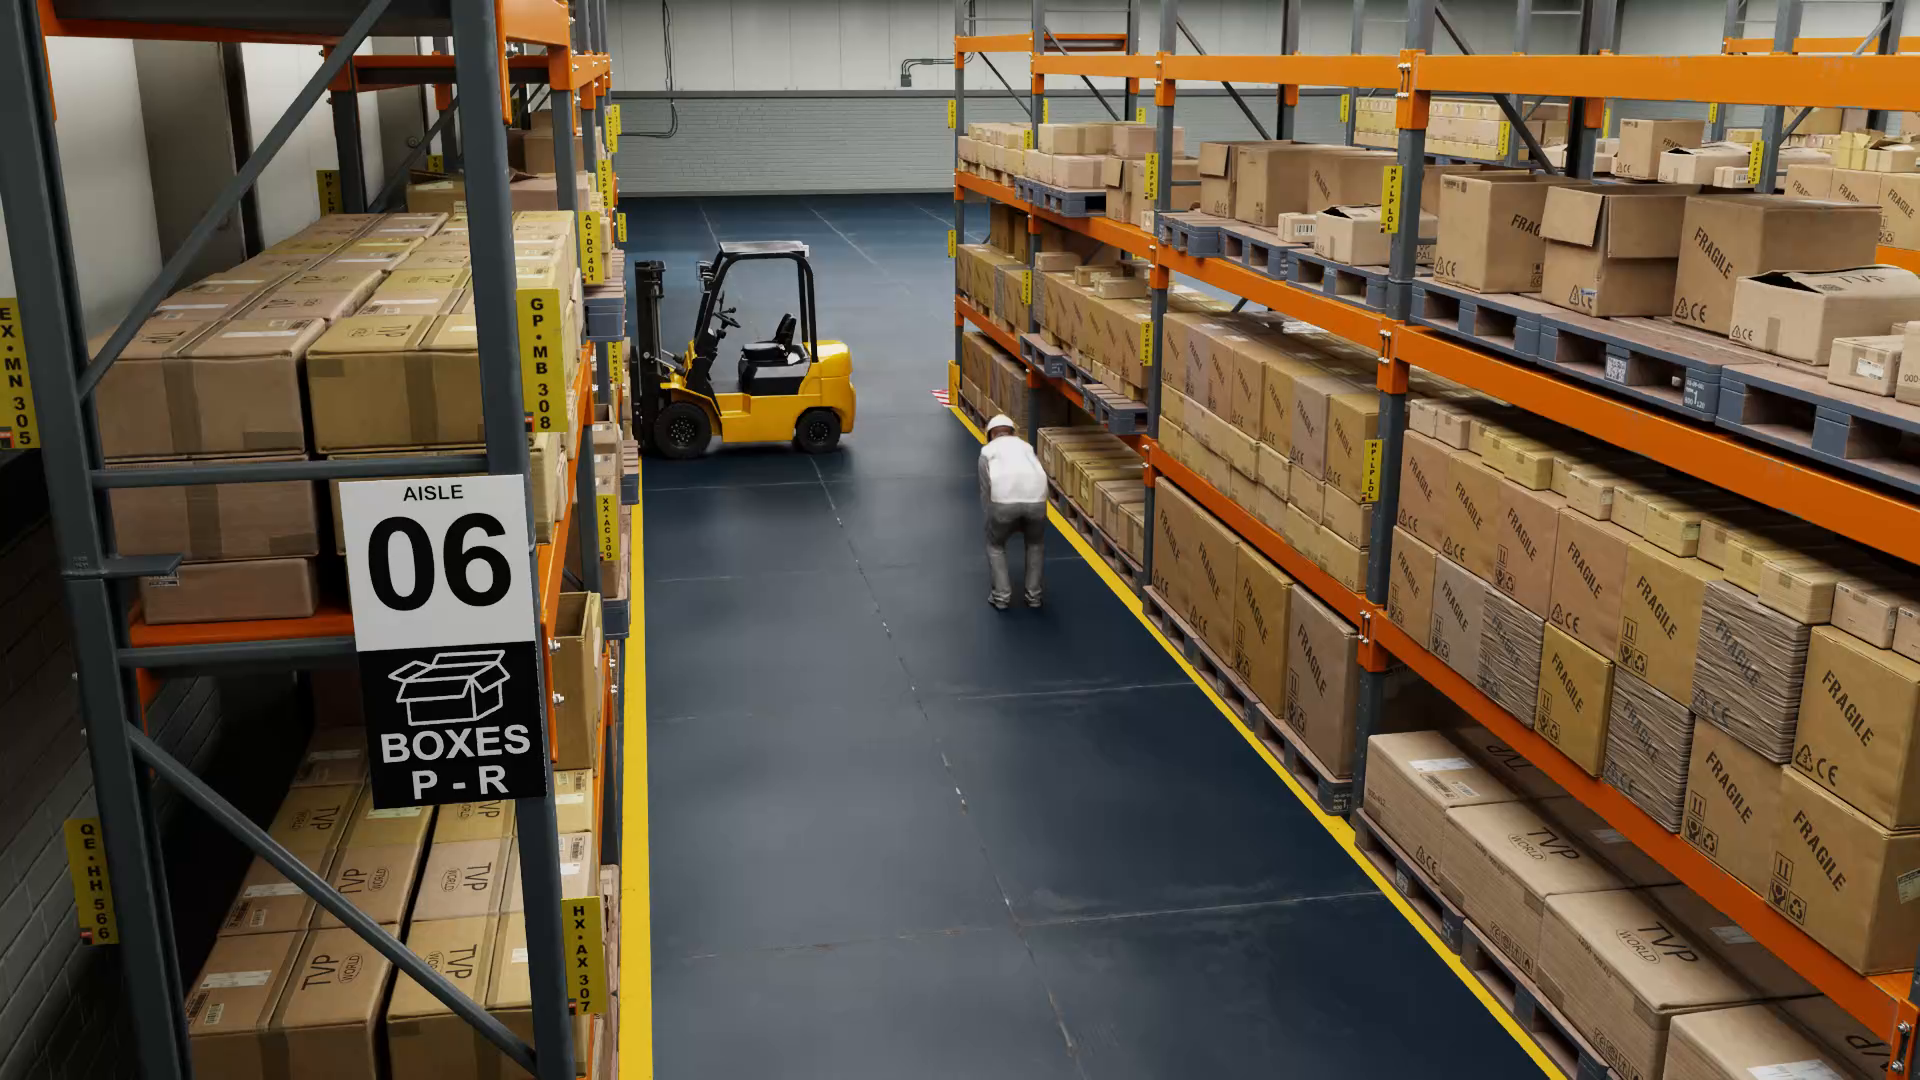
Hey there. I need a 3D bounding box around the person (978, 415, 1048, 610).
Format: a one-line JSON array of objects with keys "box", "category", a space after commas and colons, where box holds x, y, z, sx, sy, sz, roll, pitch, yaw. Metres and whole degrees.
[{"box": [0.390, -0.221, 12.947, 0.475, 1.384, 0.920, -3, 16, -10], "category": "person"}]
